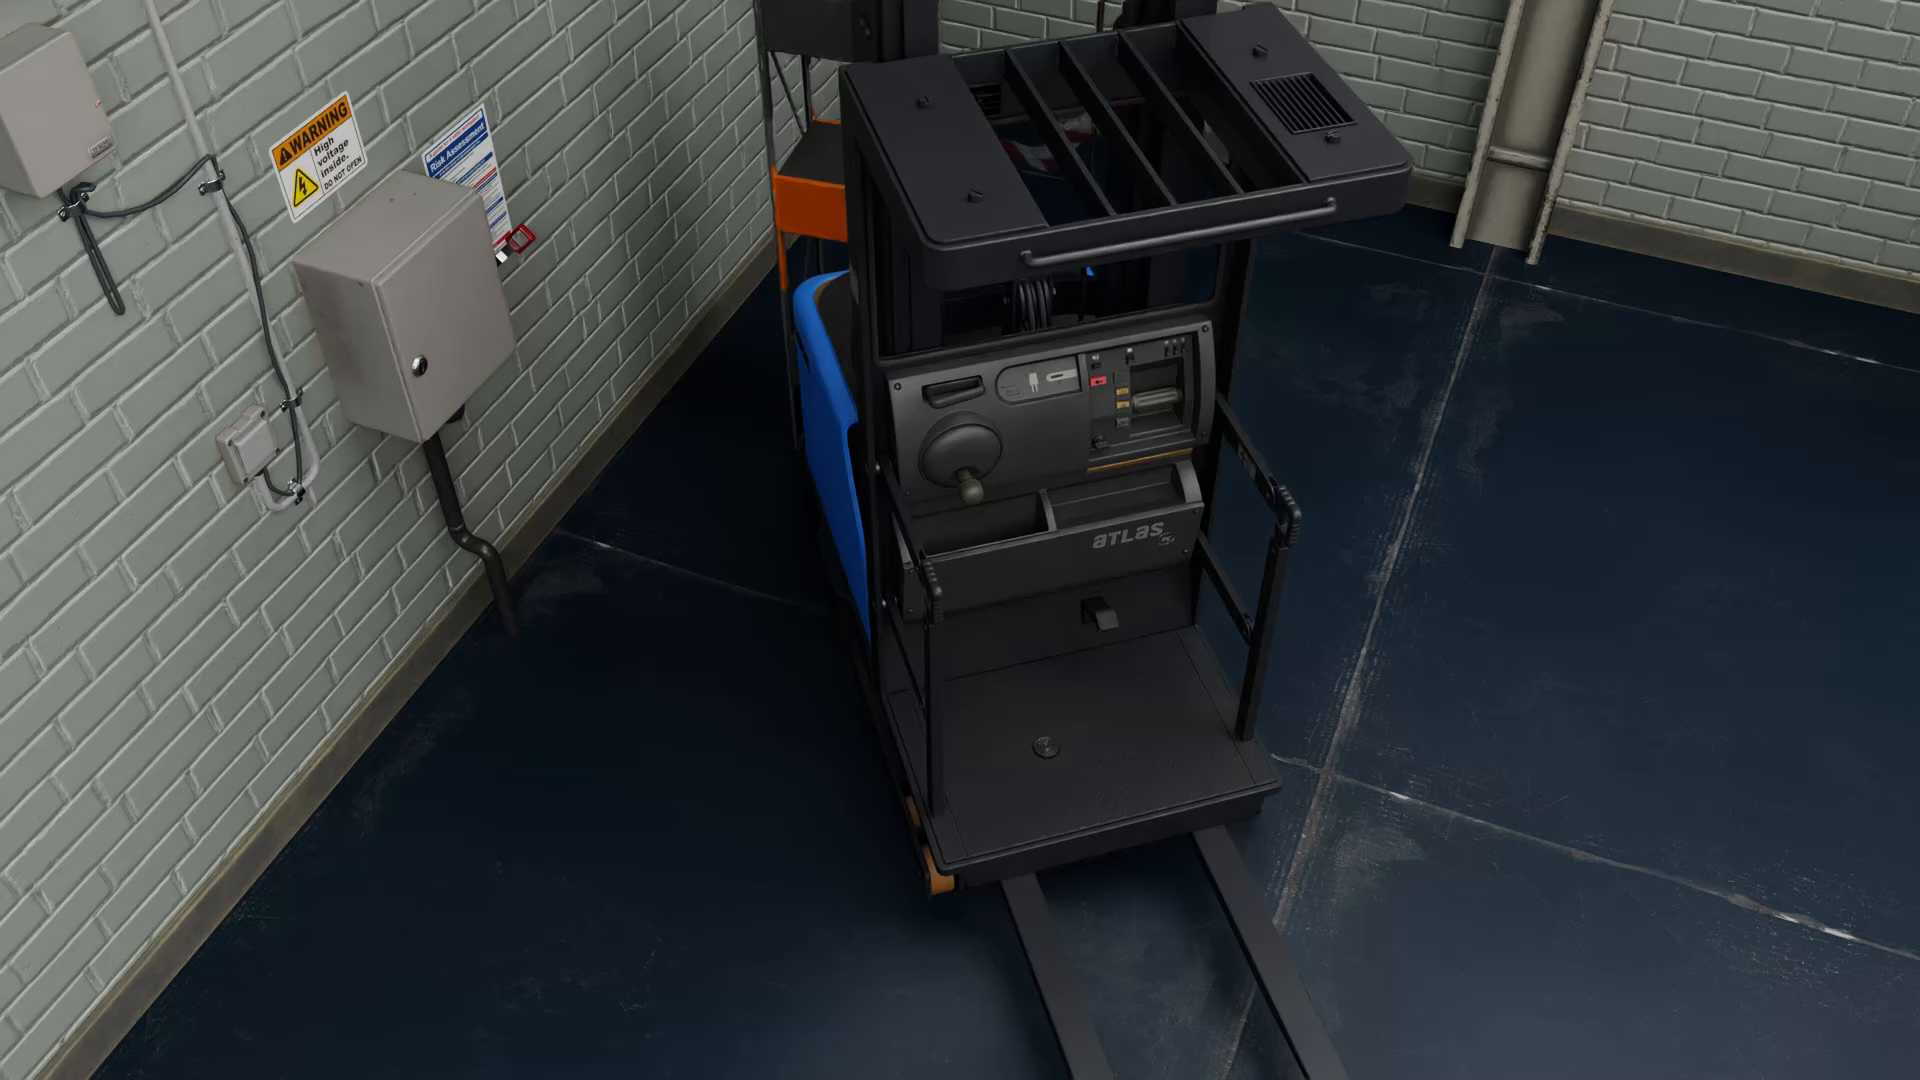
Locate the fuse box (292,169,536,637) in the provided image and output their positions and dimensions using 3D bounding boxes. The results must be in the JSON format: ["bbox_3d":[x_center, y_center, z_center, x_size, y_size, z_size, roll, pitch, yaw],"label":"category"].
[{"bbox_3d":[-1.559,-0.292,5.330,0.414,1.711,0.539,16,47,16],"label":"fuse box"}]

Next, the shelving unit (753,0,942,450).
[{"bbox_3d":[-0.359,-1.190,5.958,0.503,2.100,0.431,12,46,12],"label":"shelving unit"}]

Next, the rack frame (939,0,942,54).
[{"bbox_3d":[-0.125,-1.141,5.908,0.015,2.100,0.400,12,46,12],"label":"rack frame"}]

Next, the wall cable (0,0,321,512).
[{"bbox_3d":[-1.967,-0.707,4.114,0.122,1.984,0.588,16,47,16],"label":"wall cable"}]

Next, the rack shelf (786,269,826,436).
[{"bbox_3d":[-0.359,-0.684,6.461,0.480,0.518,0.431,12,46,12],"label":"rack shelf"}]

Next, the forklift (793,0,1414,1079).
[{"bbox_3d":[0.326,-0.263,4.437,1.130,2.935,3.031,-12,46,-12],"label":"forklift"}]

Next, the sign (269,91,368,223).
[{"bbox_3d":[-1.772,-1.061,4.605,0.001,0.242,0.339,16,47,16],"label":"sign"}]

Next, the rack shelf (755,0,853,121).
[{"bbox_3d":[-0.359,-1.677,5.473,0.480,0.518,0.431,12,46,12],"label":"rack shelf"}]

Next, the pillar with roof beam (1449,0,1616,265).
[{"bbox_3d":[0.819,-1.780,1.659,0.400,9.000,9.100,16,47,16],"label":"pillar with roof beam"}]

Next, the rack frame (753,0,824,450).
[{"bbox_3d":[-0.593,-1.239,6.007,0.015,2.100,0.400,12,46,12],"label":"rack frame"}]

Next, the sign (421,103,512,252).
[{"bbox_3d":[-1.560,-1.093,5.289,0.001,0.494,0.329,16,47,16],"label":"sign"}]

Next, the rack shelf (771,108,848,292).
[{"bbox_3d":[-0.359,-1.181,5.967,0.480,0.518,0.431,12,46,12],"label":"rack shelf"}]
